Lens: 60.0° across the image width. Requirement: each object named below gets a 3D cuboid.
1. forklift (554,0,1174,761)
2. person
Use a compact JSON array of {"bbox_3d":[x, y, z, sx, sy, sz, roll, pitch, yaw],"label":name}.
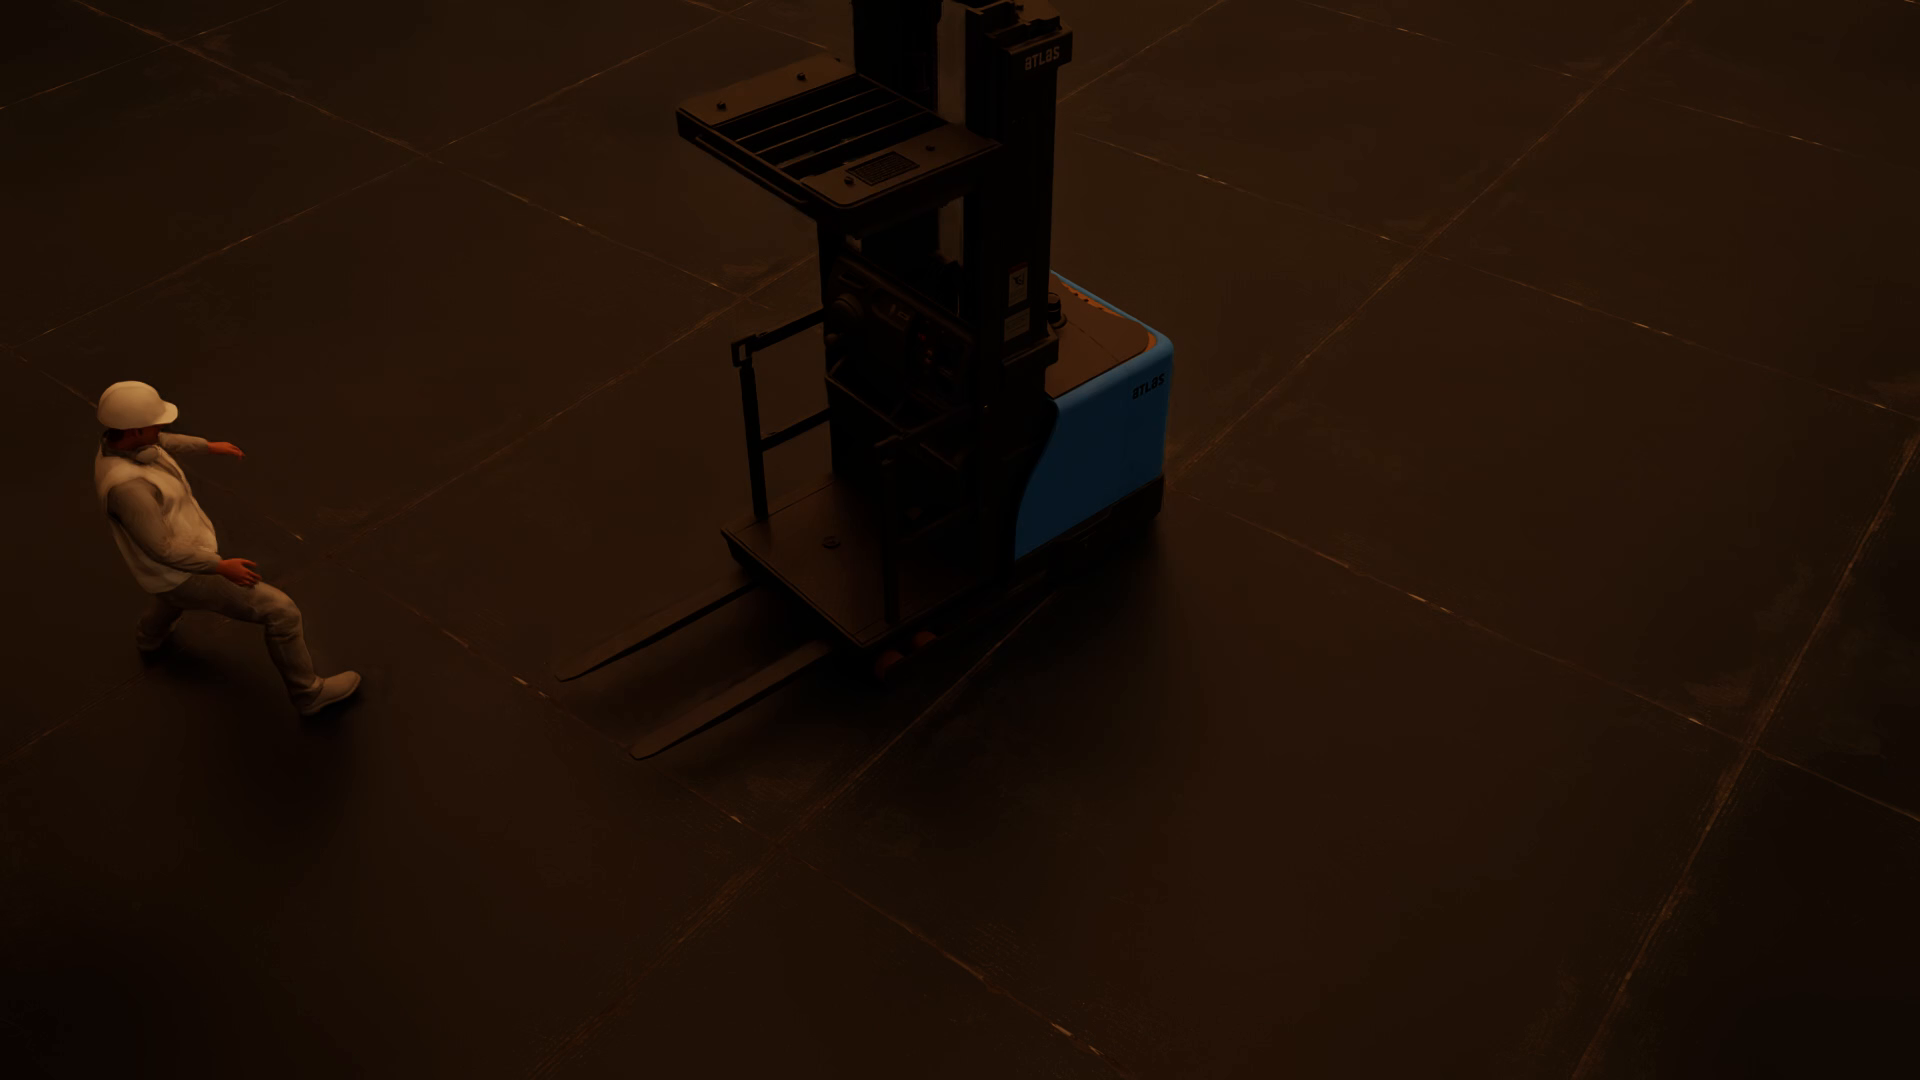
[{"bbox_3d":[-0.424,-0.838,7.057,3.031,2.935,1.130,-30,49,-30],"label":"forklift"},{"bbox_3d":[-3.282,-0.027,7.168,0.912,1.627,0.999,-17,43,-19],"label":"person"}]
